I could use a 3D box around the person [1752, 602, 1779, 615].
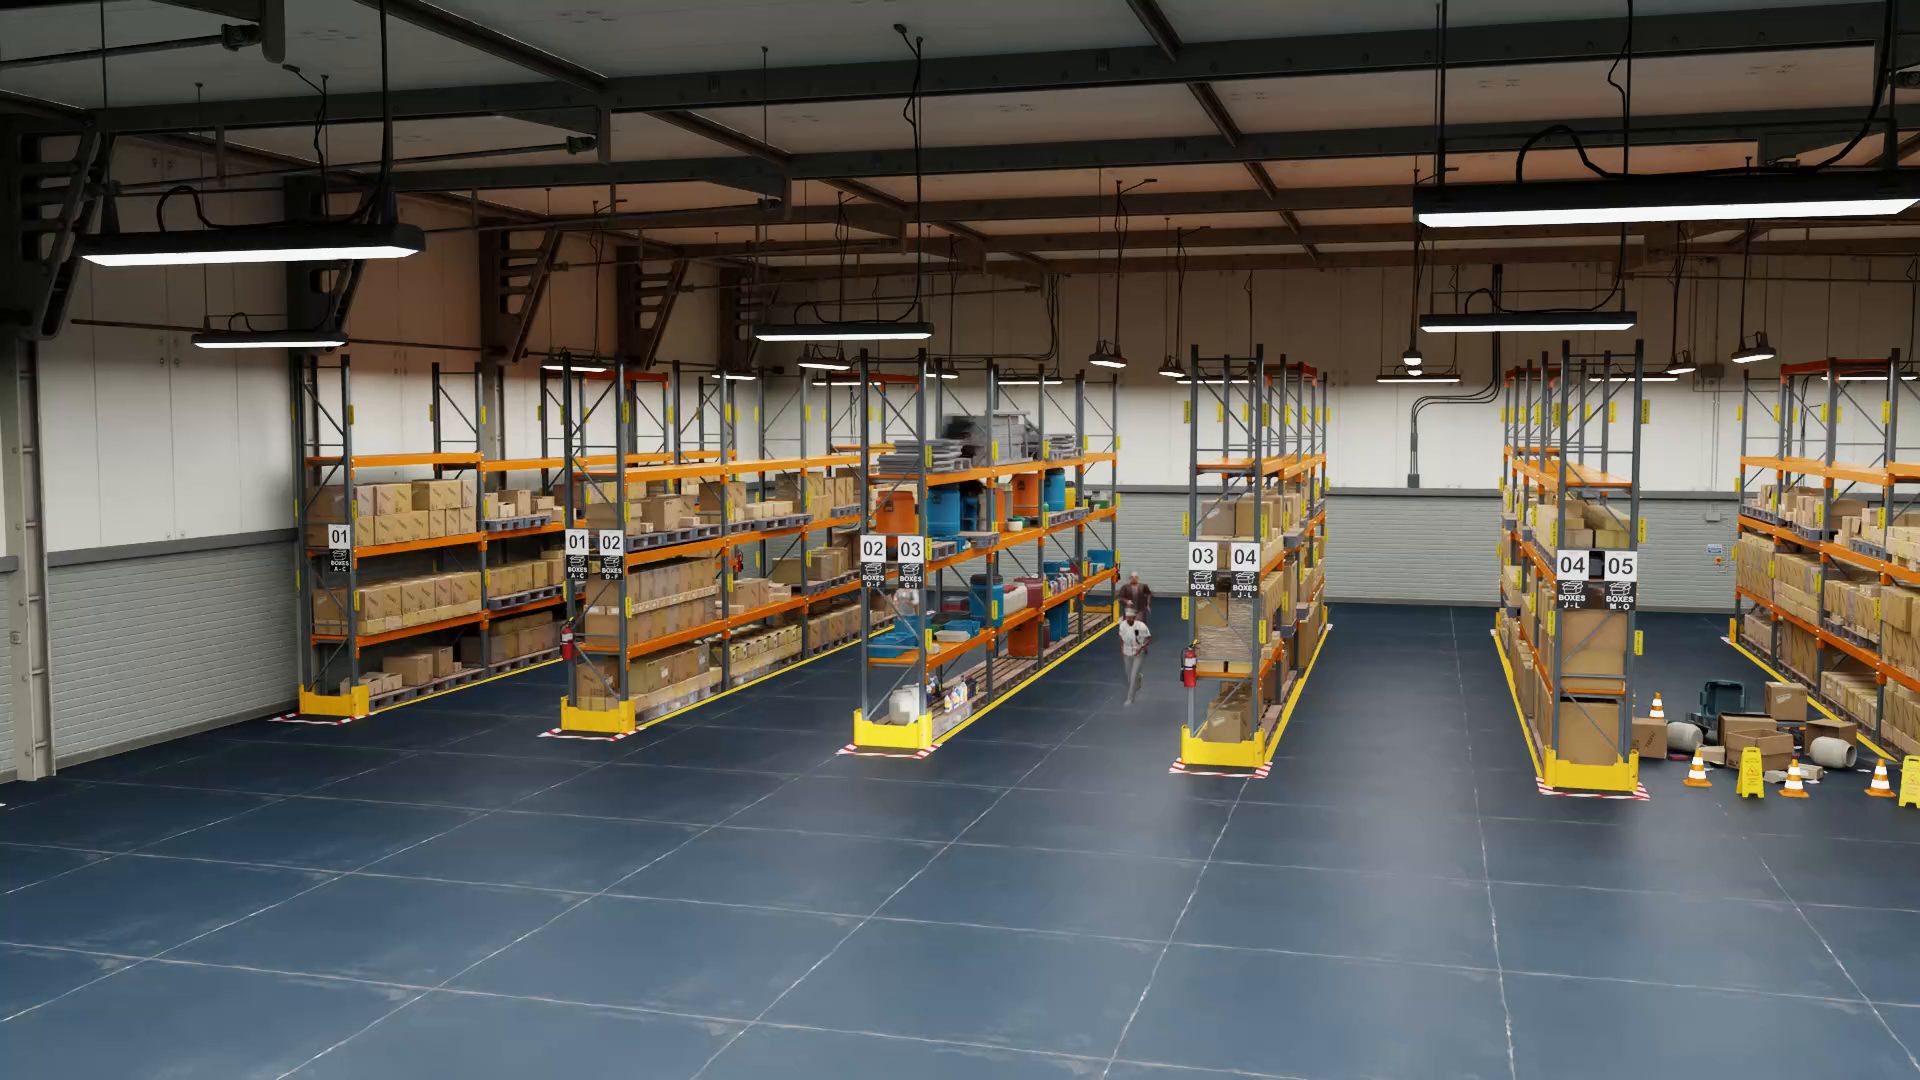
[{"bbox_3d":[18.304,1.313,37.659,0.856,1.782,0.652,1,4,7],"label":"person"}]

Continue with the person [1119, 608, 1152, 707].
[{"bbox_3d":[2.882,1.890,27.238,0.568,1.629,0.814,1,5,19],"label":"person"}]

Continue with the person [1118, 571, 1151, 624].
[{"bbox_3d":[3.603,1.550,34.311,0.677,1.810,0.882,1,4,7],"label":"person"}]

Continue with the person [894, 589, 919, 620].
[{"bbox_3d":[-1.065,1.486,32.583,0.537,1.610,0.848,1,4,8],"label":"person"}]
